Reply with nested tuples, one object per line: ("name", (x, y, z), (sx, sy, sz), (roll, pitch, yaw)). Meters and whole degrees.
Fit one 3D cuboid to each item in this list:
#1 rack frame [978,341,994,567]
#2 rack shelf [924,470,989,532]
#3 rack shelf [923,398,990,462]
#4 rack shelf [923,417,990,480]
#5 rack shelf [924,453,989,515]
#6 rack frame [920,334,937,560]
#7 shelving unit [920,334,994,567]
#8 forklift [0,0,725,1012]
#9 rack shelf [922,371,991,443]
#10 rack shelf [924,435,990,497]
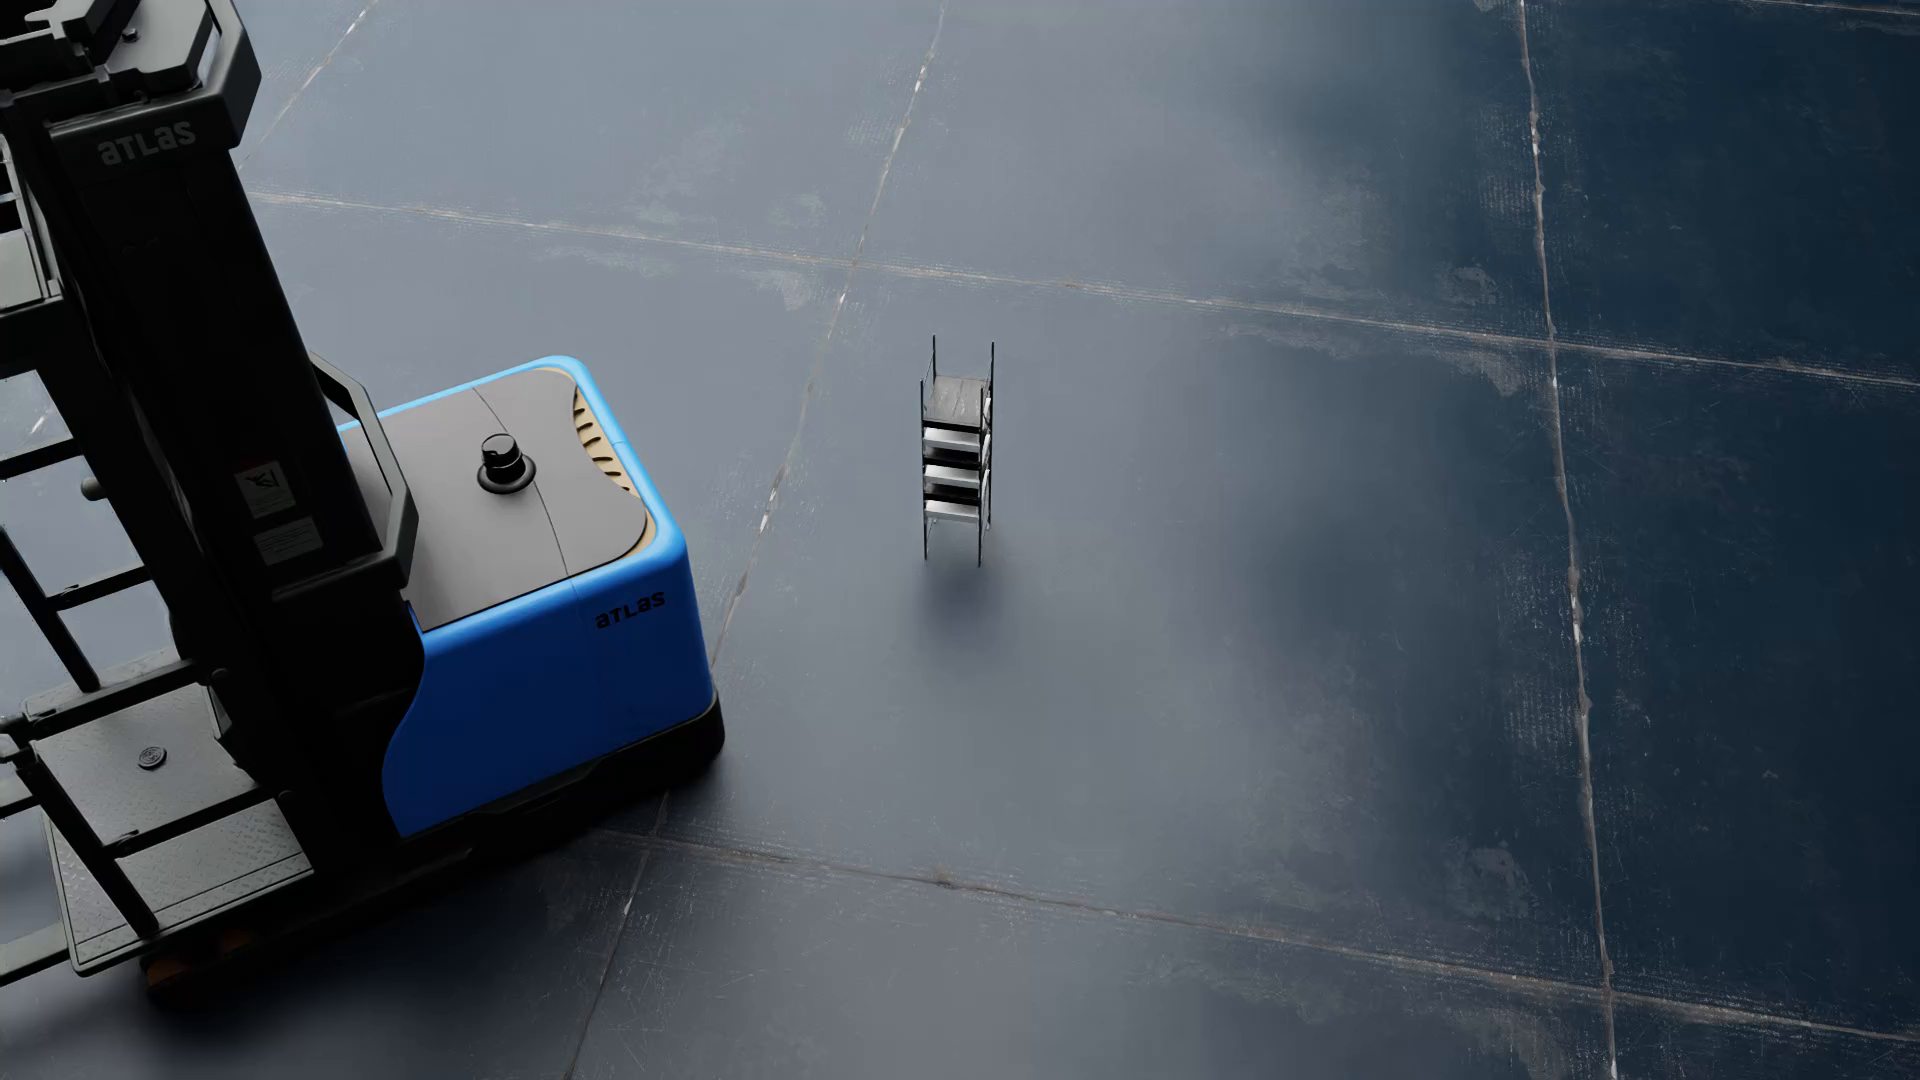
("rack frame", (0.092, -0.288, 5.904), (0.006, 0.900, 0.240), (8, 49, 7))
("rack shelf", (-0.008, -0.159, 6.075), (0.200, 0.077, 0.258), (8, 49, 7))
("rack shelf", (-0.008, -0.400, 5.807), (0.200, 0.077, 0.258), (8, 49, 7))
("rack shelf", (-0.008, -0.340, 5.874), (0.200, 0.077, 0.258), (8, 49, 7))
("rack shelf", (-0.008, -0.219, 6.008), (0.200, 0.077, 0.258), (8, 49, 7))
("rack frame", (-0.108, -0.315, 5.928), (0.006, 0.900, 0.240), (8, 49, 7))
("shelving unit", (-0.008, -0.302, 5.916), (0.210, 0.900, 0.258), (8, 49, 7))
("forklift", (-2.329, -0.043, 4.318), (3.031, 2.935, 1.130), (-22, 52, -19))
("rack shelf", (-0.008, -0.460, 5.740), (0.200, 0.077, 0.258), (8, 49, 7))
("rack shelf", (-0.008, -0.280, 5.941), (0.200, 0.077, 0.258), (8, 49, 7))
